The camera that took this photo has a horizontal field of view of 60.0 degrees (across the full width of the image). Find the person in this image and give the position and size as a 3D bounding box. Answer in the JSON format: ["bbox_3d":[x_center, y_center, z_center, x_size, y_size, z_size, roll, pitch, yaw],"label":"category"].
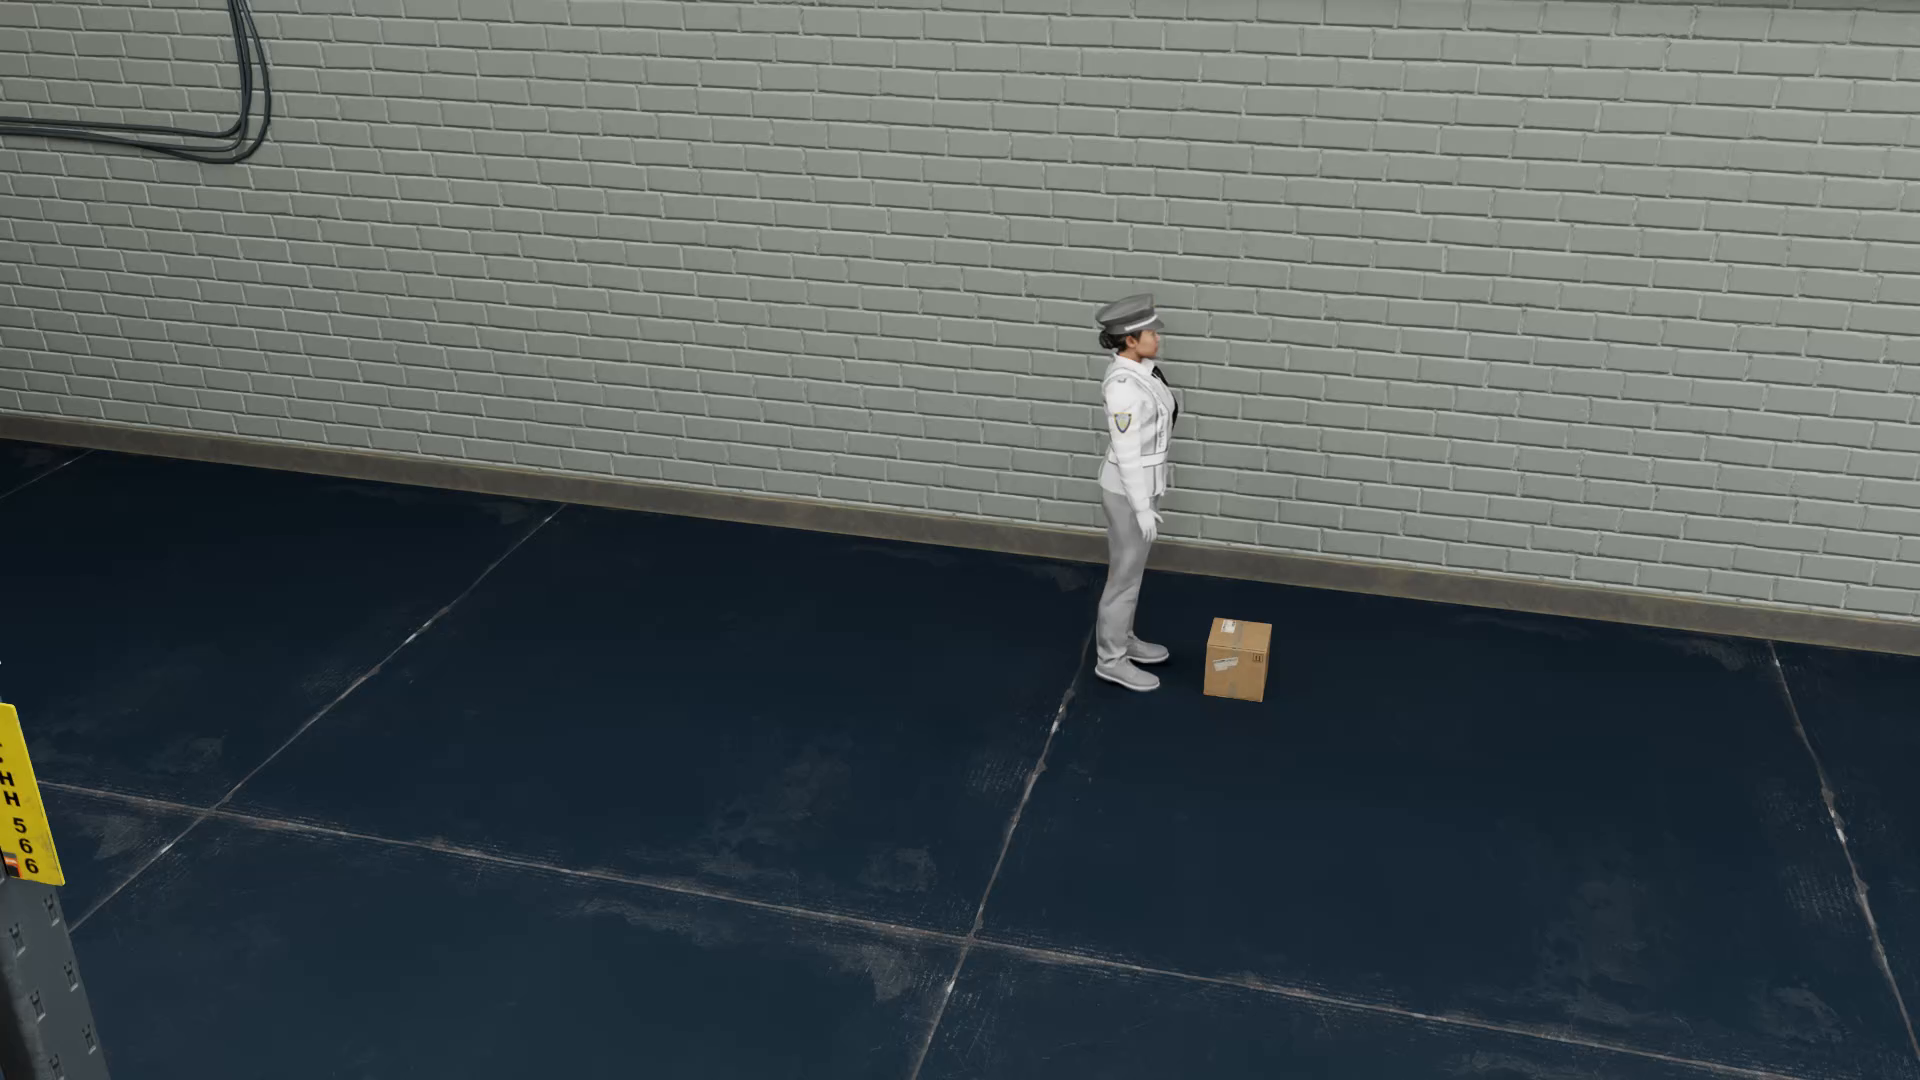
[{"bbox_3d":[0.729,-0.207,6.976,0.376,1.705,0.498,4,26,8],"label":"person"}]
